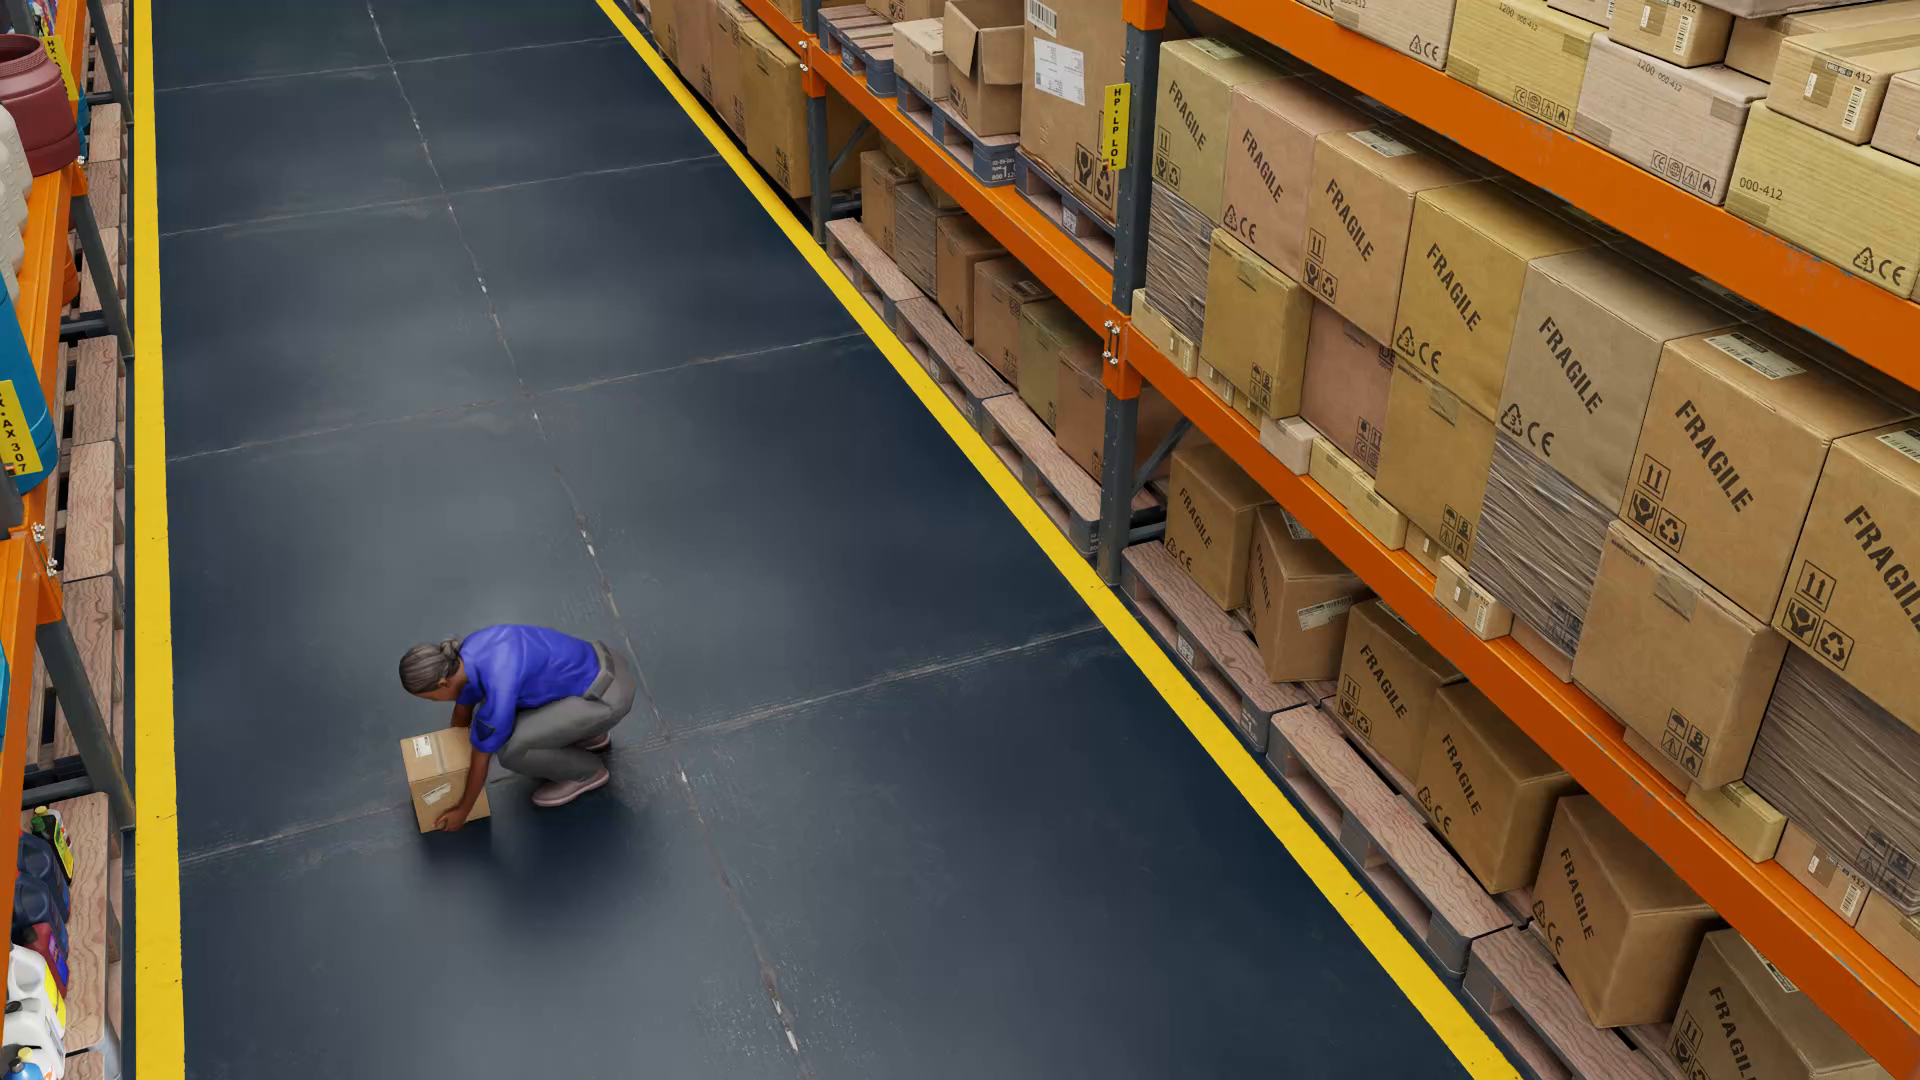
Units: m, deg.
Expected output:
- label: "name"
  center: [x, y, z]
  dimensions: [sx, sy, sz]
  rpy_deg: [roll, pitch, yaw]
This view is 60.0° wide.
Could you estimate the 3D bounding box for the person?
- label: "person"
  center: [-1.587, 0.613, 6.080]
  dimensions: [0.813, 0.814, 0.471]
  rpy_deg: [-13, 36, -19]
